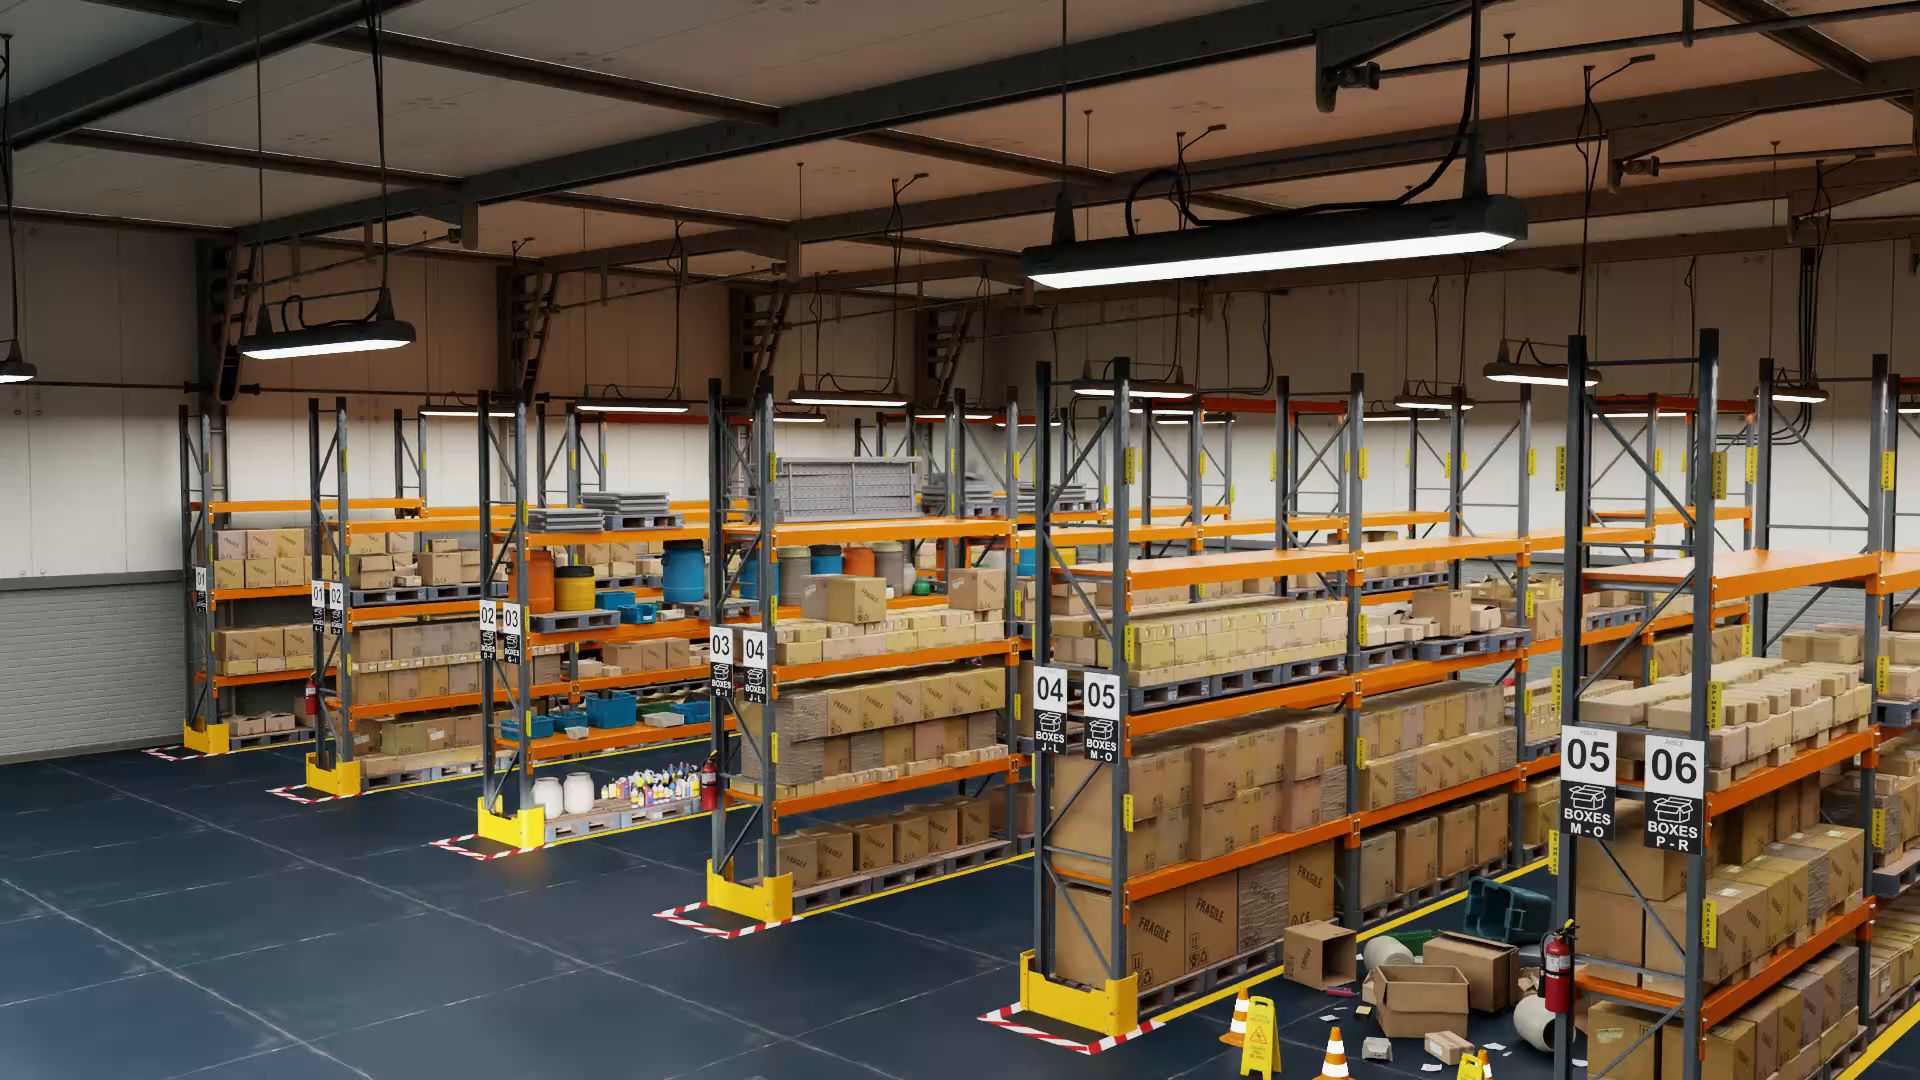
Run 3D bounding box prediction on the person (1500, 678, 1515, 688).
[{"bbox_3d":[8.303,2.969,25.048,0.803,1.777,0.647,-3,4,-42],"label":"person"}]
